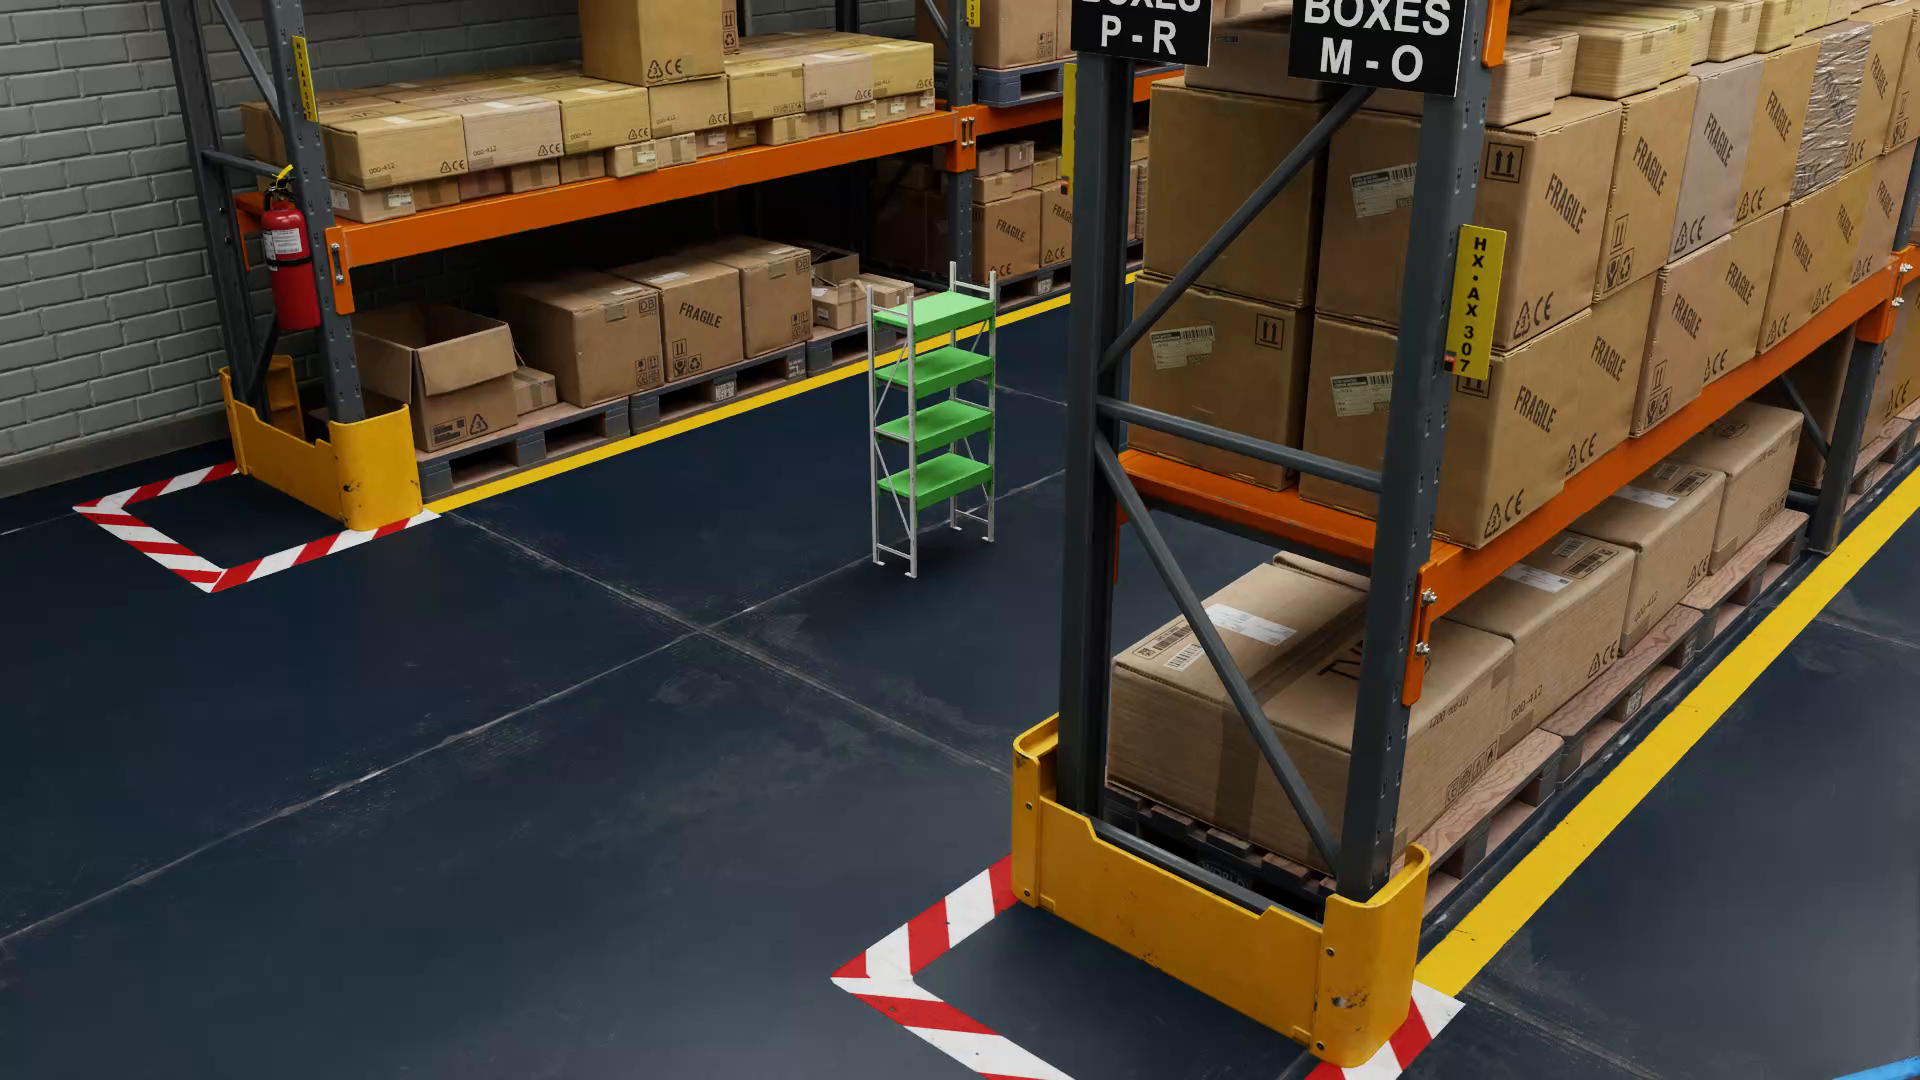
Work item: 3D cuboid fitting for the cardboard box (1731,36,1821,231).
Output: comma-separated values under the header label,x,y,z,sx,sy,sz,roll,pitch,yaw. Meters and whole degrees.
label,x,y,z,sx,sy,sz,roll,pitch,yaw
cardboard box,2.233,-1.270,5.071,0.500,0.500,0.500,20,31,38

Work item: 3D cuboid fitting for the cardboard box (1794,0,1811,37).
label,x,y,z,sx,sy,sz,roll,pitch,yaw
cardboard box,2.339,-1.613,5.045,0.380,0.149,0.250,20,31,38

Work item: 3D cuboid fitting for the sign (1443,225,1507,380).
label,x,y,z,sx,sy,sz,roll,pitch,yaw
sign,1.100,-0.506,3.558,0.100,0.325,0.005,20,31,38

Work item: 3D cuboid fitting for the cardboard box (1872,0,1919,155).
label,x,y,z,sx,sy,sz,roll,pitch,yaw
cardboard box,3.251,-1.730,6.098,0.500,0.500,0.500,20,31,37

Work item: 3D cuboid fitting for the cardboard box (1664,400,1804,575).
label,x,y,z,sx,sy,sz,roll,pitch,yaw
cardboard box,2.861,-0.308,6.889,0.875,0.438,0.875,20,31,37

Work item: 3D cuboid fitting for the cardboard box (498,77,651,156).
label,x,y,z,sx,sy,sz,roll,pitch,yaw
cardboard box,-1.833,-2.024,7.917,0.500,0.250,0.500,19,31,37

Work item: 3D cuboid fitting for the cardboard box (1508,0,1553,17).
label,x,y,z,sx,sy,sz,roll,pitch,yaw
cardboard box,1.468,-1.502,4.796,0.380,0.149,0.250,20,31,37

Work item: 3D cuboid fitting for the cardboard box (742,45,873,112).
label,x,y,z,sx,sy,sz,roll,pitch,yaw
cardboard box,-0.820,-2.490,8.958,0.500,0.250,0.500,20,31,38

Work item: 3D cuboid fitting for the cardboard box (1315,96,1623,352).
label,x,y,z,sx,sy,sz,roll,pitch,yaw
cardboard box,1.223,-0.799,4.021,0.500,0.500,0.500,19,31,36

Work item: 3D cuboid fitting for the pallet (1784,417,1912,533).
label,x,y,z,sx,sy,sz,roll,pitch,yaw
pallet,3.819,-0.431,7.952,1.003,0.211,1.213,20,31,38

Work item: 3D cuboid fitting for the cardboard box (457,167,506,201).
label,x,y,z,sx,sy,sz,roll,pitch,yaw
cardboard box,-2.300,-1.673,7.622,0.380,0.149,0.250,20,31,37

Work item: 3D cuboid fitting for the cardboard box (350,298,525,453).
label,x,y,z,sx,sy,sz,roll,pitch,yaw
cardboard box,-2.529,-0.796,7.897,0.797,0.503,0.637,19,30,36

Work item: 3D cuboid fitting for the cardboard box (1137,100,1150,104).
label,x,y,z,sx,sy,sz,roll,pitch,yaw
cardboard box,1.554,-3.220,12.514,0.380,0.149,0.250,21,32,39

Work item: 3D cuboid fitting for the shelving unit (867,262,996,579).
label,x,y,z,sx,sy,sz,roll,pitch,yaw
shelving unit,-0.110,-0.497,6.892,0.258,1.200,0.503,20,31,38

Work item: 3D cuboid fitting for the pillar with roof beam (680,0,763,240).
label,x,y,z,sx,sy,sz,roll,pitch,yaw
pillar with roof beam,1.732,-4.397,6.059,9.100,9.000,0.400,20,31,38

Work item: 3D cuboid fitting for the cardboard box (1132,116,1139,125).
label,x,y,z,sx,sy,sz,roll,pitch,yaw
cardboard box,1.059,-2.972,11.961,0.380,0.149,0.250,19,31,36

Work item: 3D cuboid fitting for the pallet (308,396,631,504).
label,x,y,z,sx,sy,sz,roll,pitch,yaw
pallet,-2.426,-0.577,8.278,1.003,0.211,1.213,20,31,38

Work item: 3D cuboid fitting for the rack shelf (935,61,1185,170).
label,x,y,z,sx,sy,sz,roll,pitch,yaw
rack shelf,0.996,-3.083,11.338,1.077,0.370,4.000,20,31,38

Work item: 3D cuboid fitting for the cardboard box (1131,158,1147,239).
label,x,y,z,sx,sy,sz,roll,pitch,yaw
cardboard box,1.187,-2.411,11.502,0.500,0.500,0.500,19,30,36

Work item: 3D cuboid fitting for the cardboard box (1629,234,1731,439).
label,x,y,z,sx,sy,sz,roll,pitch,yaw
cardboard box,1.895,-0.654,4.920,0.500,0.500,0.500,20,31,37

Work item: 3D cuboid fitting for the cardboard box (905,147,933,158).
label,x,y,z,sx,sy,sz,roll,pitch,yaw
cardboard box,-0.136,-2.421,10.733,0.380,0.149,0.250,20,31,38

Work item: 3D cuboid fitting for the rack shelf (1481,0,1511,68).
label,x,y,z,sx,sy,sz,roll,pitch,yaw
rack shelf,2.026,-1.878,4.986,1.077,0.370,4.000,20,31,38

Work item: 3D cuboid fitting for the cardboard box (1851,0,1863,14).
label,x,y,z,sx,sy,sz,roll,pitch,yaw
cardboard box,2.806,-1.858,5.591,0.380,0.149,0.250,20,31,37

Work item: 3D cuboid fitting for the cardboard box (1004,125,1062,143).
label,x,y,z,sx,sy,sz,roll,pitch,yaw
cardboard box,0.525,-2.745,11.456,0.380,0.149,0.250,21,31,38

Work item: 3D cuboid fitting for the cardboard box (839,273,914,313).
label,x,y,z,sx,sy,sz,roll,pitch,yaw
cardboard box,-0.492,-1.442,9.772,0.380,0.149,0.250,19,30,36

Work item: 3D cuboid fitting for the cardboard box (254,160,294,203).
label,x,y,z,sx,sy,sz,roll,pitch,yaw
cardboard box,-2.987,-1.642,7.554,0.380,0.149,0.250,20,31,37

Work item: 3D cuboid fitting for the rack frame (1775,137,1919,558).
label,x,y,z,sx,sy,sz,roll,pitch,yaw
rack frame,3.360,-1.447,6.812,1.000,3.000,0.127,20,31,38

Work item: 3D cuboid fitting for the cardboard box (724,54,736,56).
label,x,y,z,sx,sy,sz,roll,pitch,yaw
cardboard box,-1.546,-2.480,8.935,0.500,0.250,0.500,21,32,39

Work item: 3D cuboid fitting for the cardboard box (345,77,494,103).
label,x,y,z,sx,sy,sz,roll,pitch,yaw
cardboard box,-2.554,-2.020,7.908,0.500,0.250,0.500,20,31,38

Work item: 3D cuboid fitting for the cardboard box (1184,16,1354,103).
label,x,y,z,sx,sy,sz,roll,pitch,yaw
cardboard box,0.781,-1.191,4.102,0.380,0.149,0.250,21,31,38

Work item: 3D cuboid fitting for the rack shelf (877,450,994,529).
label,x,y,z,sx,sy,sz,roll,pitch,yaw
rack shelf,-0.110,-0.220,7.016,0.258,0.148,0.480,20,31,38

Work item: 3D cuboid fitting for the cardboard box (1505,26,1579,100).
label,x,y,z,sx,sy,sz,roll,pitch,yaw
cardboard box,1.256,-1.158,4.030,0.380,0.149,0.250,21,32,39

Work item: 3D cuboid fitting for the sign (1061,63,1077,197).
label,x,y,z,sx,sy,sz,roll,pitch,yaw
sign,0.296,-1.017,4.148,0.100,0.325,0.005,20,31,38

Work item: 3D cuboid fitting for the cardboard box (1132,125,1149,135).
label,x,y,z,sx,sy,sz,roll,pitch,yaw
cardboard box,1.284,-2.751,11.469,0.380,0.149,0.250,18,30,35

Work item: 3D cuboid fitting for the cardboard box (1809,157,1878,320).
label,x,y,z,sx,sy,sz,roll,pitch,yaw
cardboard box,2.902,-1.124,5.967,0.500,0.500,0.500,19,31,36

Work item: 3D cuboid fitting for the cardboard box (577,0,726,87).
label,x,y,z,sx,sy,sz,roll,pitch,yaw
cardboard box,-1.504,-2.514,8.094,0.500,0.500,0.500,21,32,39

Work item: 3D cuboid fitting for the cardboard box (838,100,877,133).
label,x,y,z,sx,sy,sz,roll,pitch,yaw
cardboard box,-0.676,-2.350,9.131,0.380,0.149,0.250,21,32,39

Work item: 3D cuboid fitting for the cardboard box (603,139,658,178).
label,x,y,z,sx,sy,sz,roll,pitch,yaw
cardboard box,-1.688,-1.872,8.067,0.380,0.149,0.250,19,30,36

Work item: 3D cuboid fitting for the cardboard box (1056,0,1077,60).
label,x,y,z,sx,sy,sz,roll,pitch,yaw
cardboard box,0.497,-3.283,10.270,0.700,0.500,0.500,21,31,38

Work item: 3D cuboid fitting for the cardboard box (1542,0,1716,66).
label,x,y,z,sx,sy,sz,roll,pitch,yaw
cardboard box,1.813,-1.386,4.537,0.380,0.149,0.250,21,31,38

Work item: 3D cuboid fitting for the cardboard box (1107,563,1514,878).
label,x,y,z,sx,sy,sz,roll,pitch,yaw
cardboard box,1.057,0.520,5.041,0.875,0.438,0.875,19,30,36

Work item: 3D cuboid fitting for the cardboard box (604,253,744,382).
label,x,y,z,sx,sy,sz,roll,pitch,yaw
cardboard box,-1.503,-1.178,8.753,0.500,0.500,0.500,21,31,38

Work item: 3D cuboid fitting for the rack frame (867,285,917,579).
label,x,y,z,sx,sy,sz,roll,pitch,yaw
rack frame,-0.273,-0.423,6.726,0.240,1.200,0.015,20,31,38

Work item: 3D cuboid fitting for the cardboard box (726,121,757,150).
label,x,y,z,sx,sy,sz,roll,pitch,yaw
cardboard box,-1.277,-2.144,8.672,0.380,0.149,0.250,21,31,38

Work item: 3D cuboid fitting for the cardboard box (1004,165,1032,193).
label,x,y,z,sx,sy,sz,roll,pitch,yaw
cardboard box,0.226,-2.291,10.442,0.380,0.149,0.250,19,30,36

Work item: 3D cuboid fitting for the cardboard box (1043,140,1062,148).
label,x,y,z,sx,sy,sz,roll,pitch,yaw
cardboard box,0.757,-2.525,10.965,0.380,0.149,0.250,20,31,37

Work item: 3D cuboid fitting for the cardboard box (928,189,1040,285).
label,x,y,z,sx,sy,sz,roll,pitch,yaw
cardboard box,0.152,-1.939,10.449,0.500,0.500,0.500,22,32,40

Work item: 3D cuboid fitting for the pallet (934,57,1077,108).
label,x,y,z,sx,sy,sz,roll,pitch,yaw
pallet,0.276,-2.928,10.348,1.003,0.211,1.213,20,31,38

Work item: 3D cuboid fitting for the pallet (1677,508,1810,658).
label,x,y,z,sx,sy,sz,roll,pitch,yaw
pallet,2.795,0.035,6.913,1.003,0.211,1.213,20,31,38
